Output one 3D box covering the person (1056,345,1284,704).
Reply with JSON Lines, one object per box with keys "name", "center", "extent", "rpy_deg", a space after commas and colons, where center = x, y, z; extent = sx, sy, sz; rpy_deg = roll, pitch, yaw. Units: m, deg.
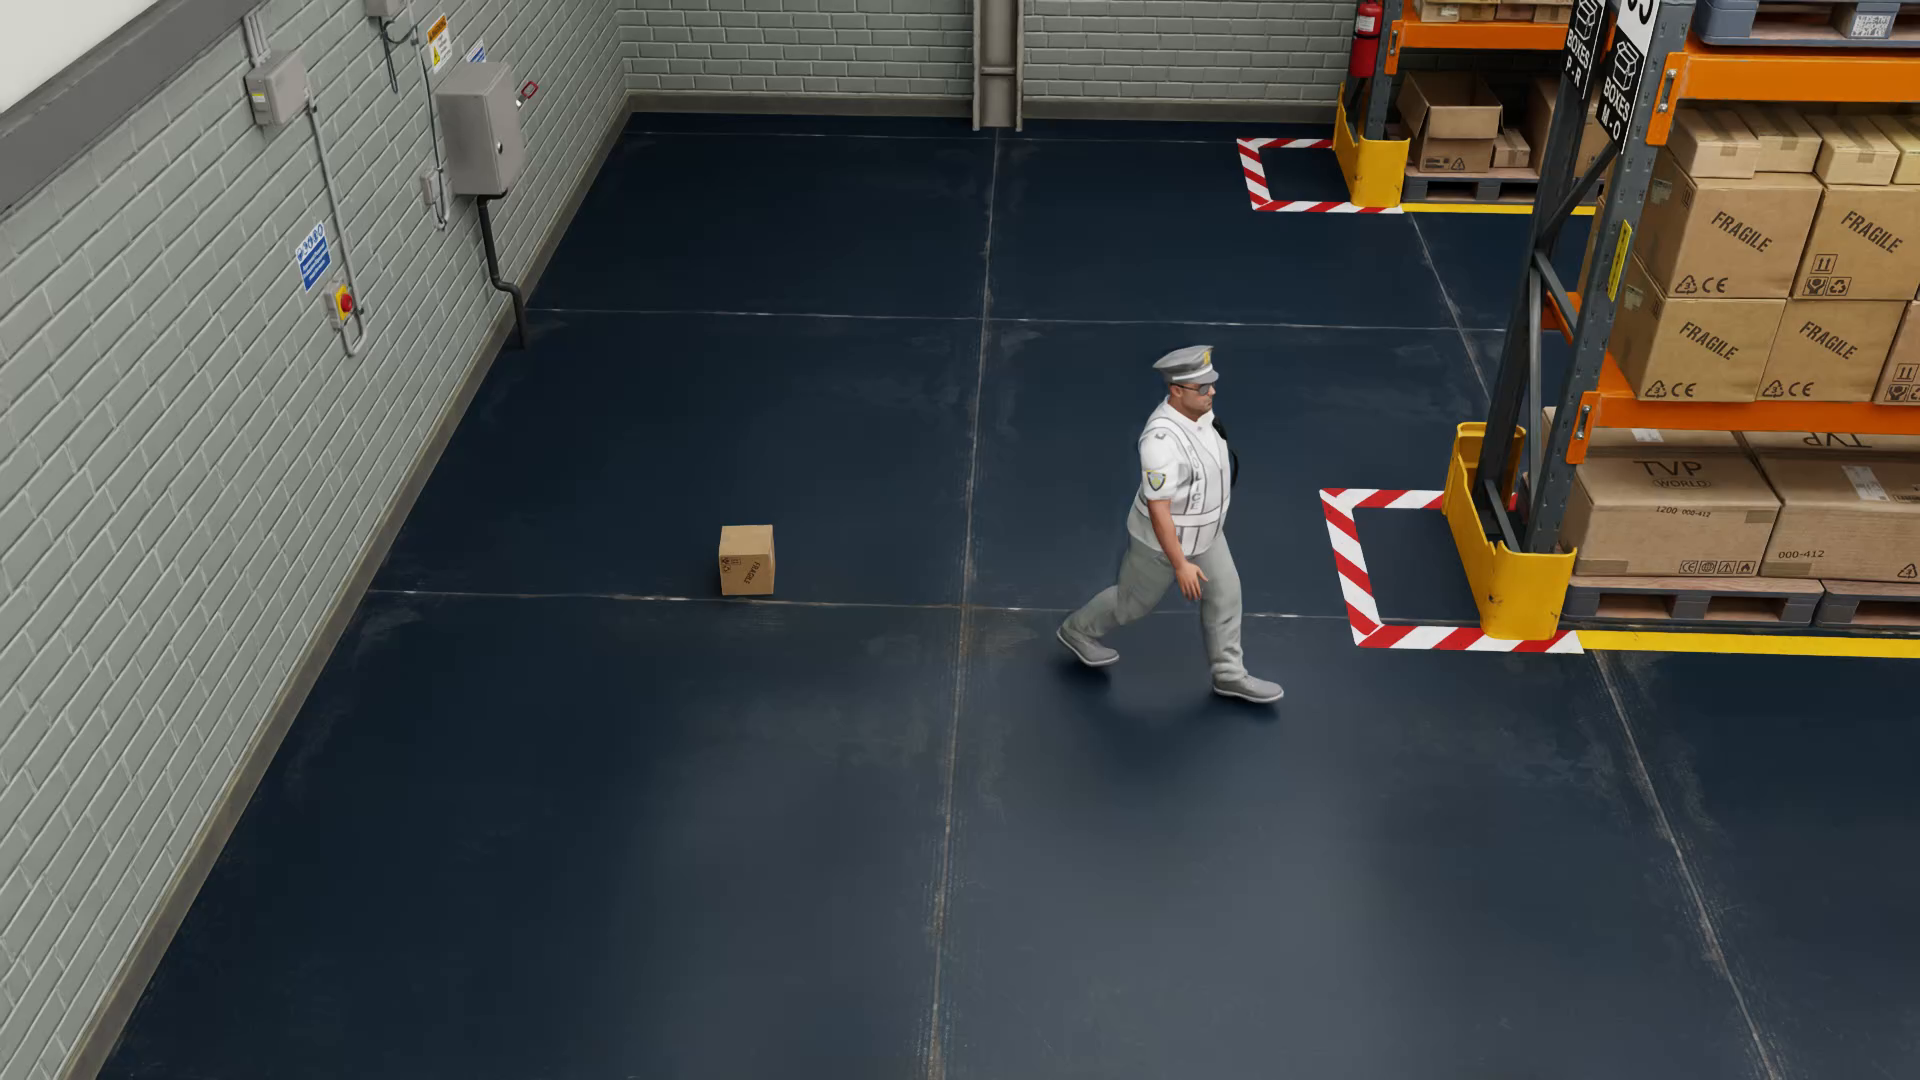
{"name": "person", "center": [0.948, -0.054, 7.172], "extent": [1.057, 1.728, 0.555], "rpy_deg": [21, 41, 27]}
